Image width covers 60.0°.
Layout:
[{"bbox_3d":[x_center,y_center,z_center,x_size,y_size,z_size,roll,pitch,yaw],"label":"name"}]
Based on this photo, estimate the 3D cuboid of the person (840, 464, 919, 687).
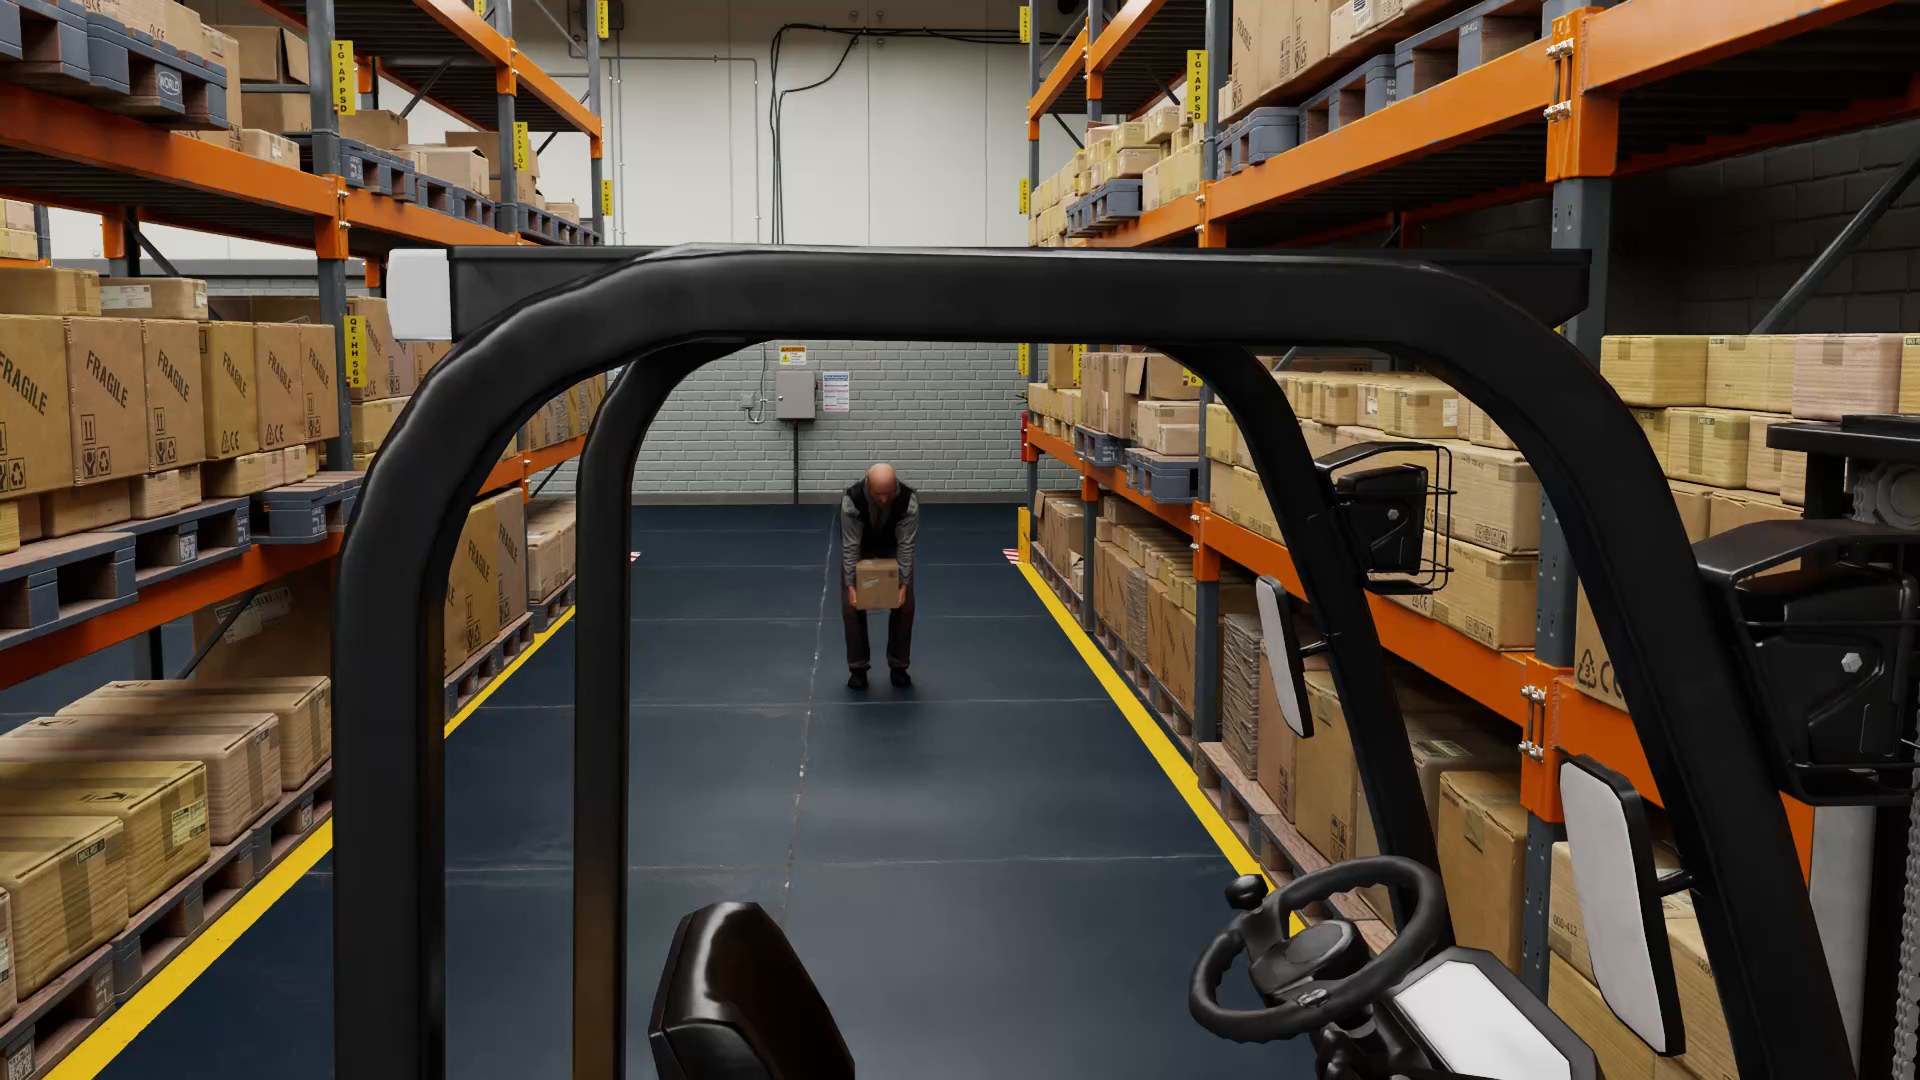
[{"bbox_3d":[-0.485,0.209,10.014,0.464,1.389,0.860,-1,7,-5],"label":"person"}]
